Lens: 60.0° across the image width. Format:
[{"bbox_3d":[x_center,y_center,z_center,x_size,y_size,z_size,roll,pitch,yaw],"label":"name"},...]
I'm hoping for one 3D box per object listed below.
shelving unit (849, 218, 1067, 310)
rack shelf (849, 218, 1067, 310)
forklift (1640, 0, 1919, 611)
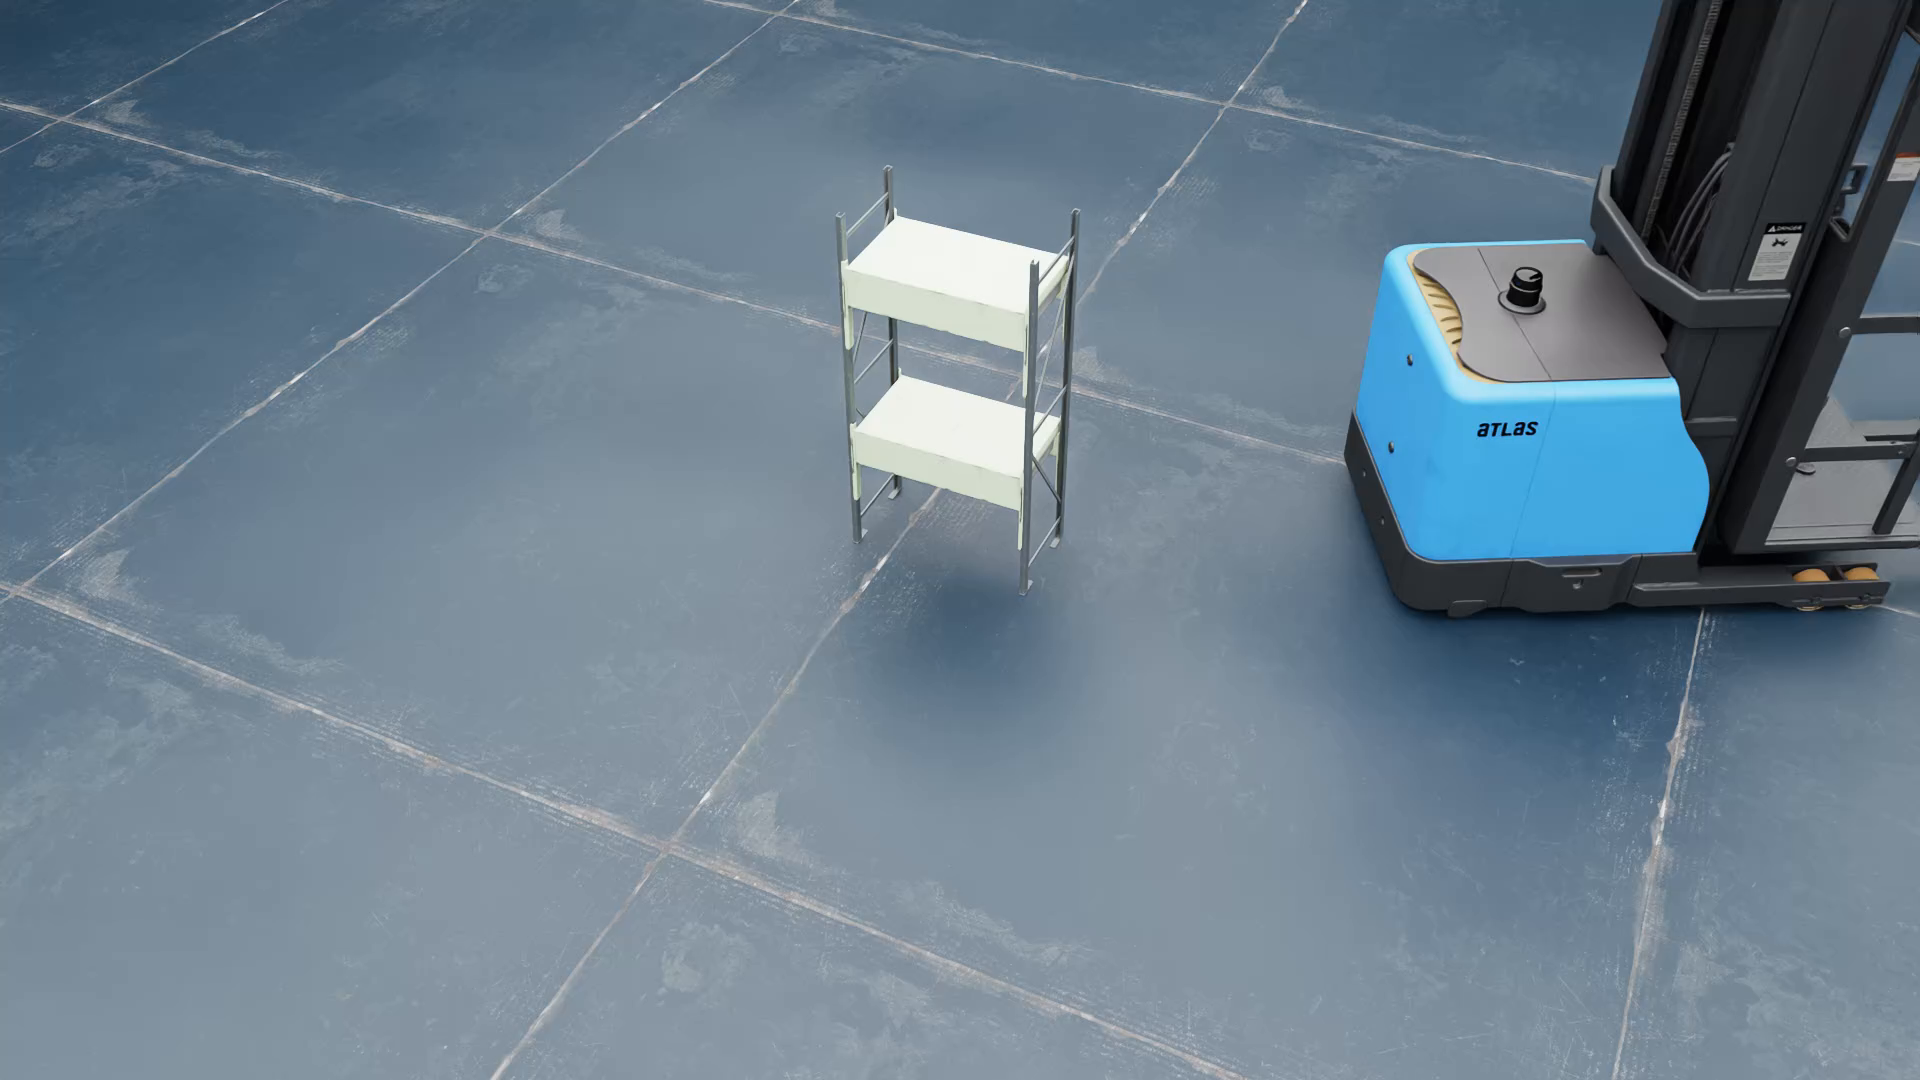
[{"bbox_3d":[-0.006,-0.964,5.918,0.686,0.052,0.368,17,44,19],"label":"shelving unit"},{"bbox_3d":[-0.006,-0.964,5.918,0.686,0.052,0.368,17,44,19],"label":"rack shelf"},{"bbox_3d":[3.592,-1.119,5.954,2.170,2.733,1.118,-2,41,-2],"label":"forklift"}]
